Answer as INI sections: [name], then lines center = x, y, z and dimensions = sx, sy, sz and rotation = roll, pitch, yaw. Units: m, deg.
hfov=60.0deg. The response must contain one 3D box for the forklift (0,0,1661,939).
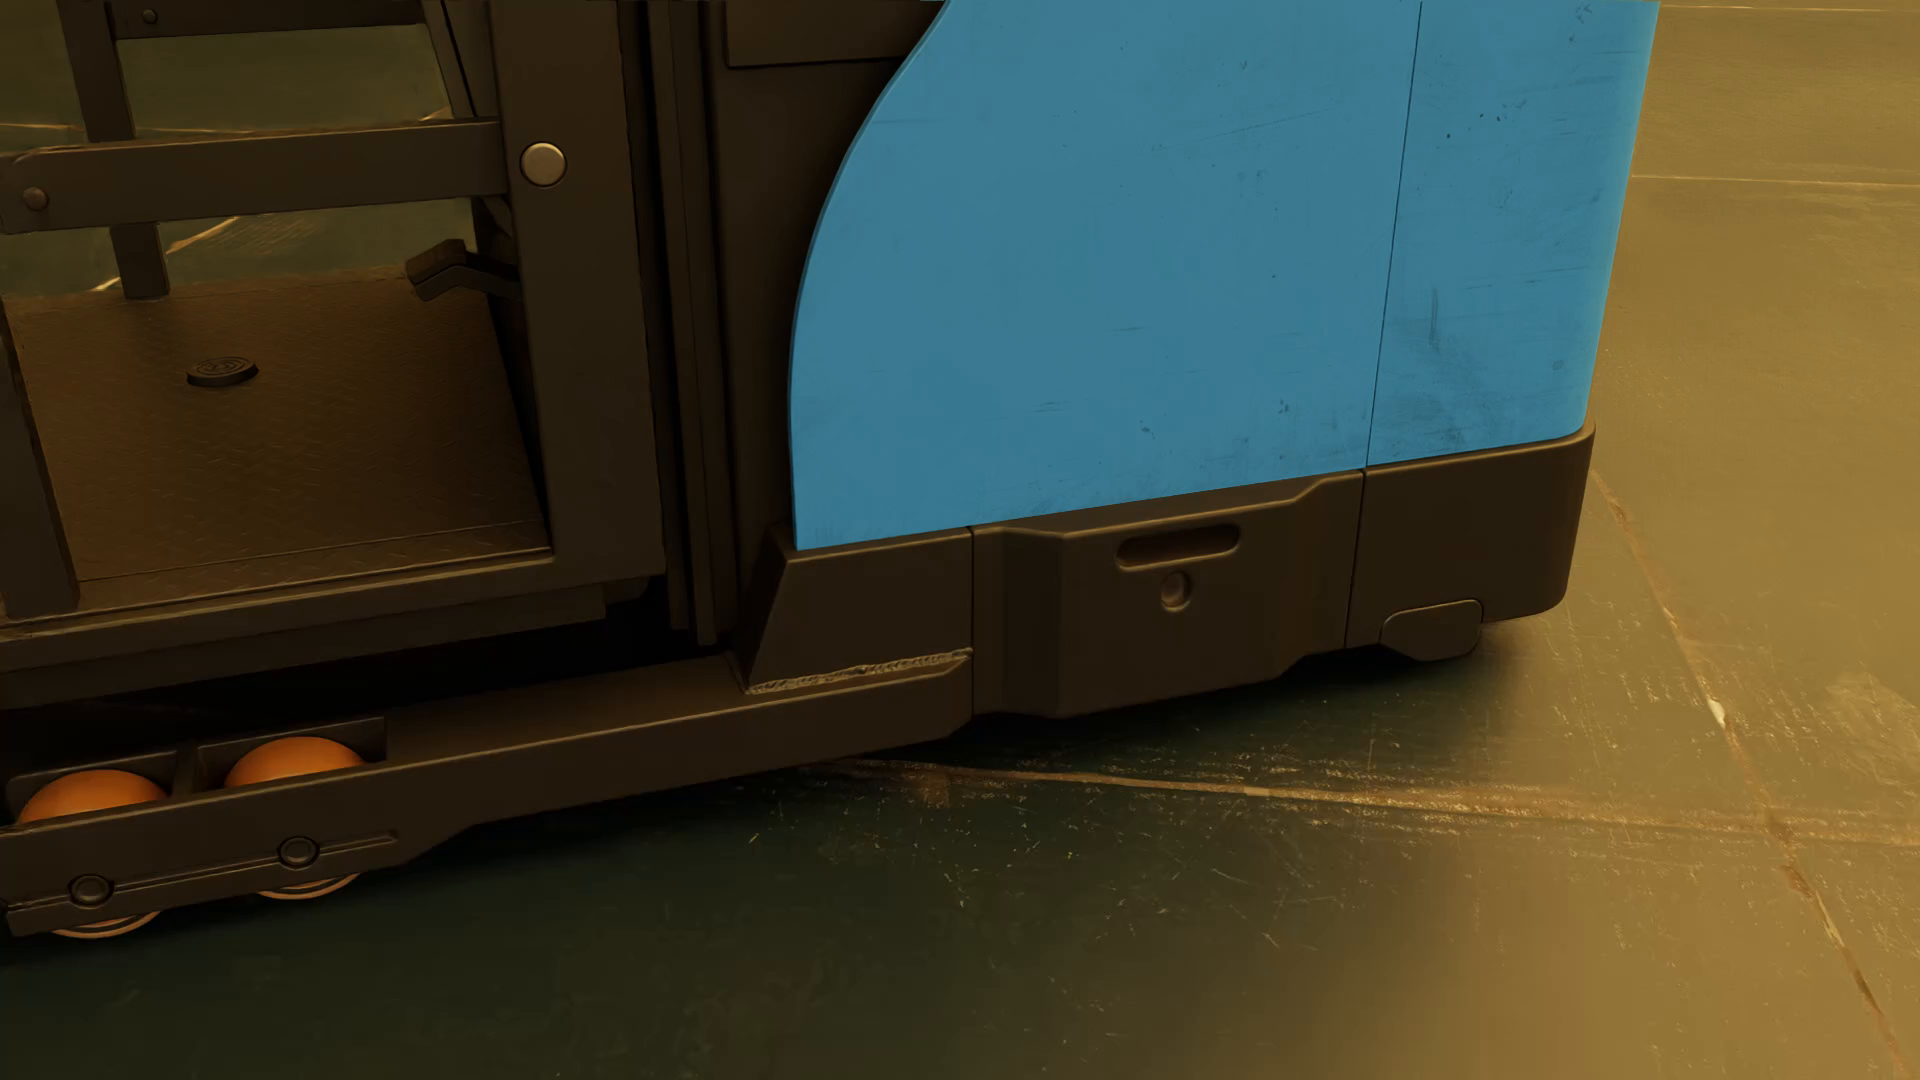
[forklift]
center = -0.766, -1.173, 1.567
dimensions = 3.031, 2.935, 1.130
rotation = -8, 28, -16
